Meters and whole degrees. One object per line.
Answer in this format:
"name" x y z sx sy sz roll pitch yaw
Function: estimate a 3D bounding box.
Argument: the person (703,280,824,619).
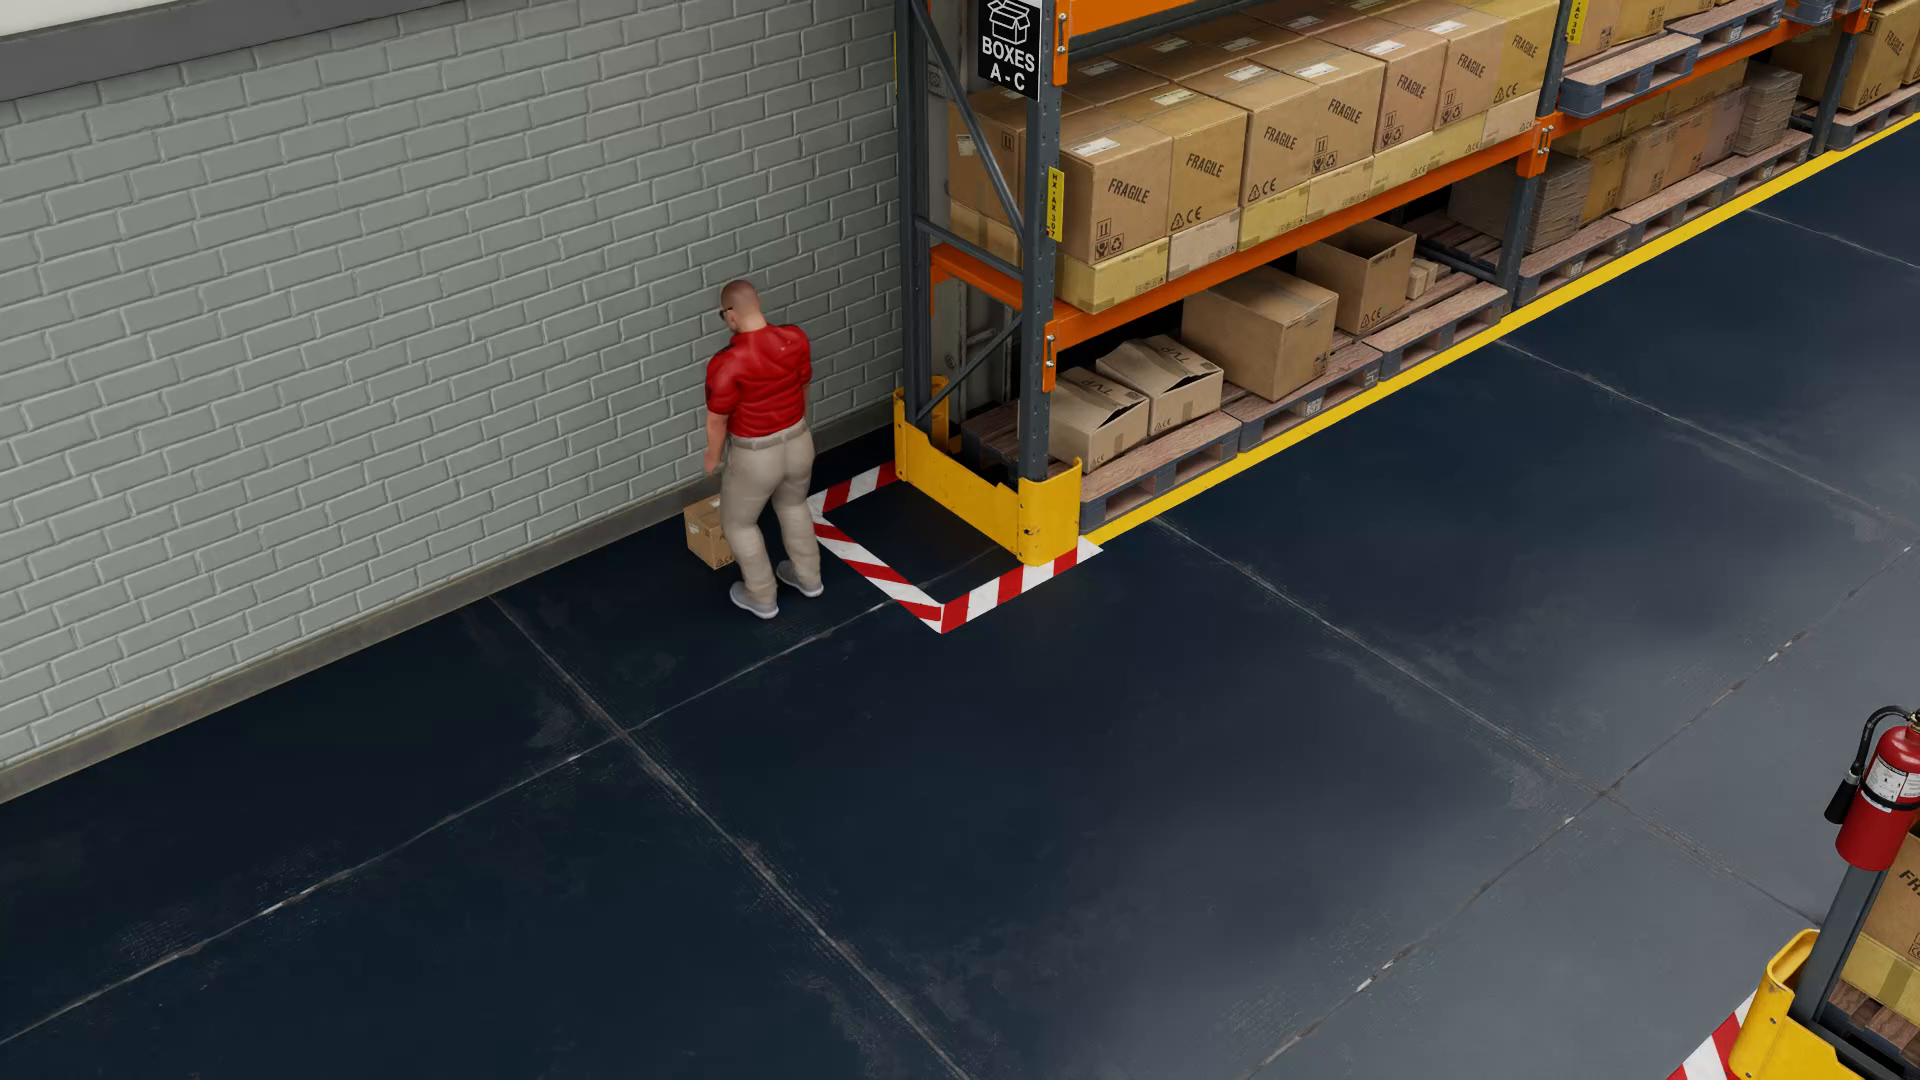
"person" -0.915 -0.400 7.685 0.547 1.700 0.383 -25 43 -31
